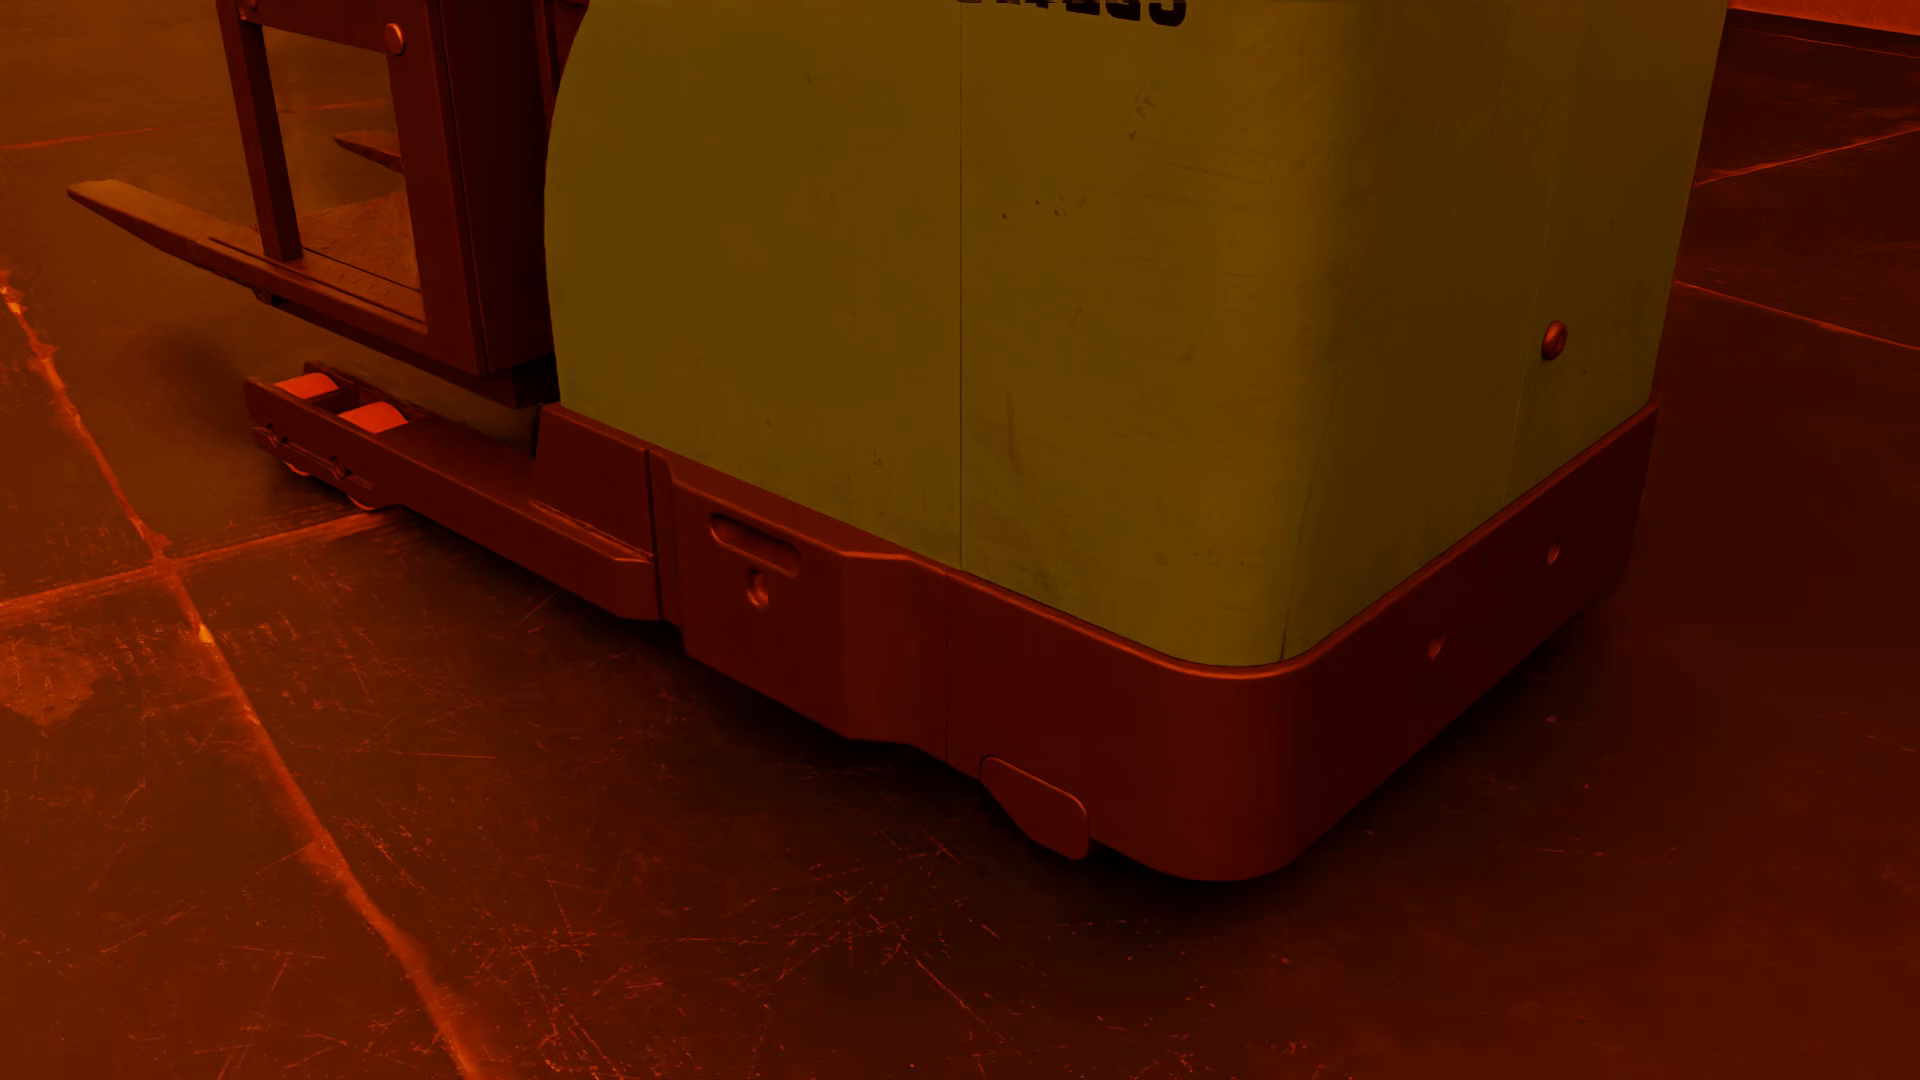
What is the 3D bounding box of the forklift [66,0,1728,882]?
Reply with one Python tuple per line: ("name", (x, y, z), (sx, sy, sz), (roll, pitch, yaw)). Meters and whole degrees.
("forklift", (-0.516, -1.511, 2.243), (3.031, 2.935, 1.130), (22, 34, 36))
